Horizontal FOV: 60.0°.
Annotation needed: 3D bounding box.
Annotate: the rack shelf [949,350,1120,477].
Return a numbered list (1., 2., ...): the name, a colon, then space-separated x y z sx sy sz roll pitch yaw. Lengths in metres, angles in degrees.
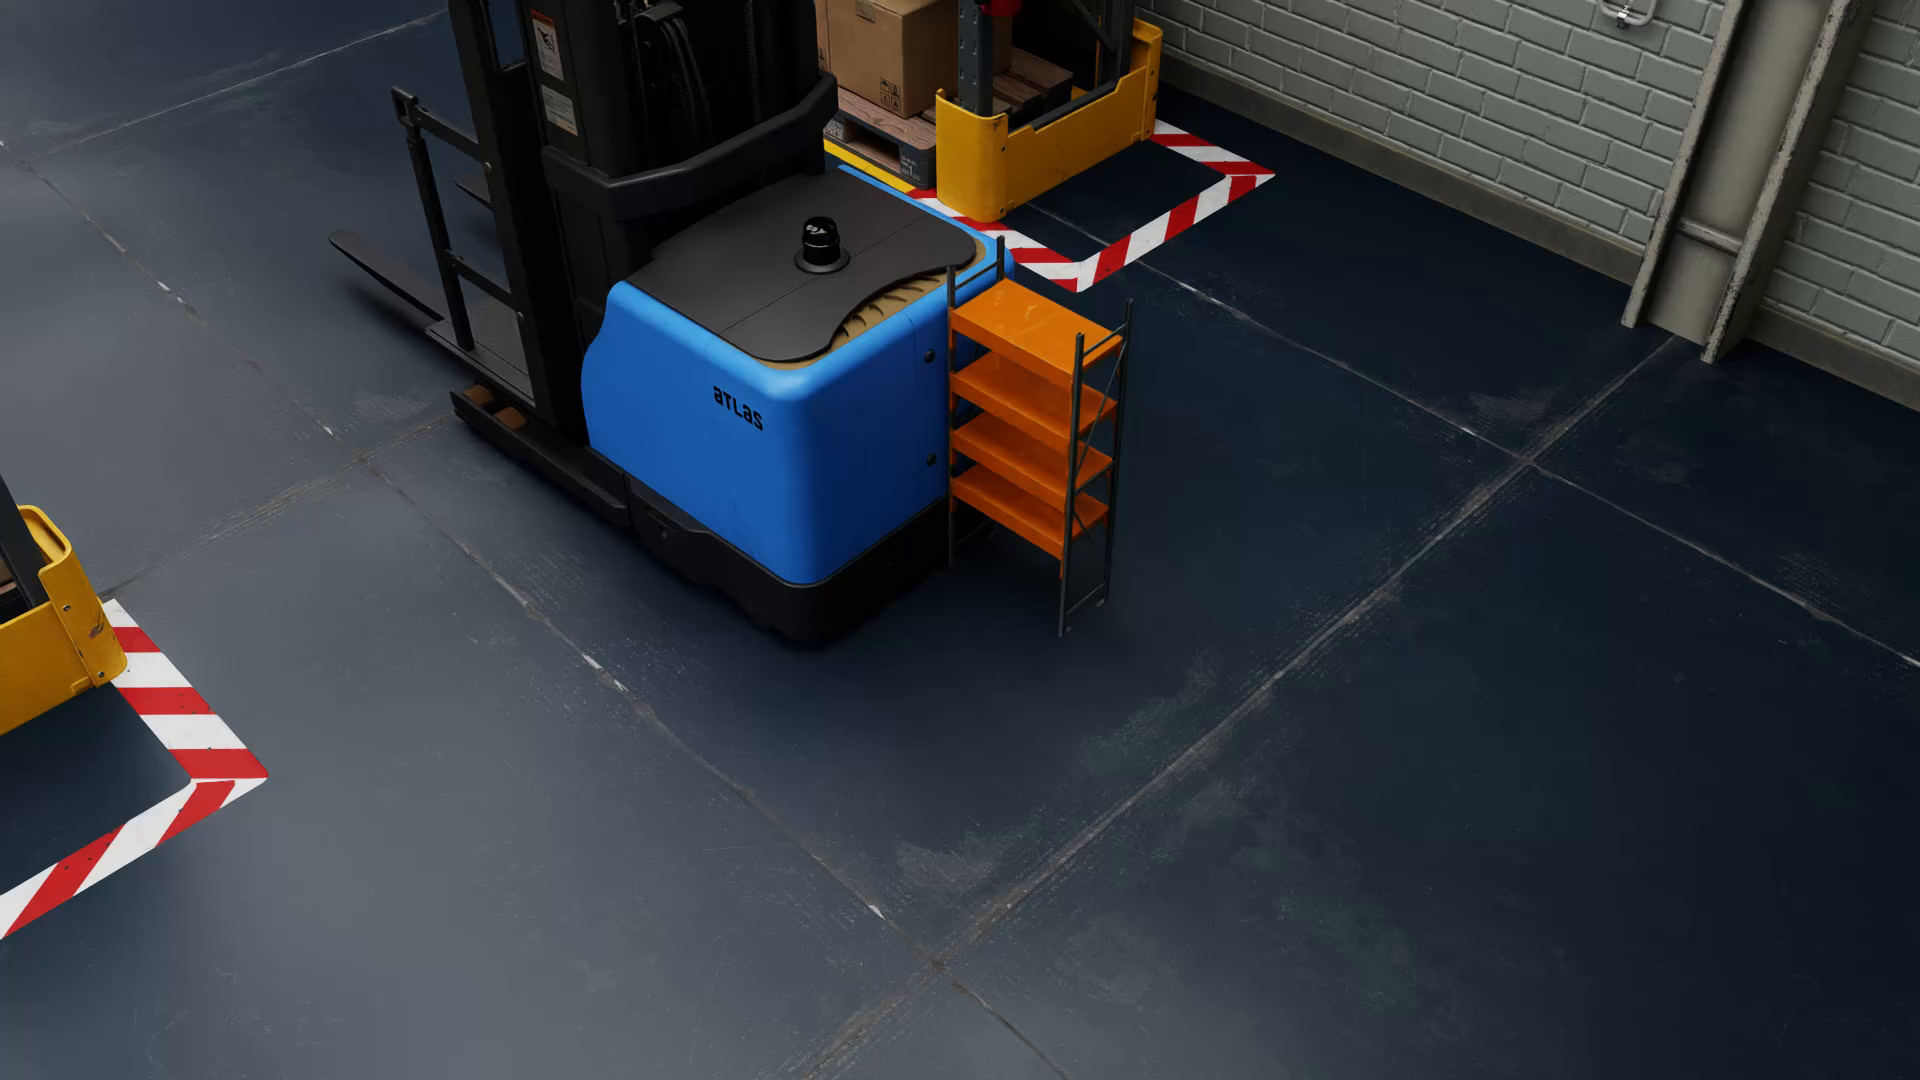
1. rack shelf: 0.228 -0.411 5.081 0.480 0.148 0.258 32 51 30

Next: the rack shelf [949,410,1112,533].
1. rack shelf: 0.228 -0.247 5.232 0.480 0.148 0.258 32 51 30

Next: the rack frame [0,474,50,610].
1. rack frame: -3.117 -0.461 4.039 1.000 3.000 0.127 -34 53 -31

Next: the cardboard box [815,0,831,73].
1. cardboard box: -0.531 -2.602 7.888 0.500 0.500 0.700 34 53 31

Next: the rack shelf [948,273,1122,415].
1. rack shelf: 0.228 -0.585 4.920 0.480 0.148 0.258 32 51 30

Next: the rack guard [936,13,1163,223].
1. rack guard: 0.405 -1.907 7.446 1.175 0.500 0.348 -34 53 -31

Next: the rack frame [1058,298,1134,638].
1. rack frame: 0.407 -0.184 5.065 0.015 1.200 0.240 32 51 30

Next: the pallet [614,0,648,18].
1. pallet: -1.089 -2.746 8.566 1.003 0.211 1.213 -34 53 -31

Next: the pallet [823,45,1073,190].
1. pallet: -0.232 -2.160 7.932 1.003 0.211 1.213 -34 53 -31

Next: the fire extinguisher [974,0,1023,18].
1. fire extinguisher: 0.168 -2.378 6.445 0.296 0.674 0.183 -34 53 -31

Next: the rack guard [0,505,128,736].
1. rack guard: -3.170 0.420 4.927 1.175 0.500 0.348 -34 53 -31

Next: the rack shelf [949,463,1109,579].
1. rack shelf: 0.228 -0.101 5.367 0.480 0.148 0.258 32 51 30

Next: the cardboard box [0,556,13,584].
1. cardboard box: -3.169 0.058 5.253 0.380 0.149 0.250 -34 53 -31

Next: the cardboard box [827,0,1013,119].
1. cardboard box: -0.177 -2.362 7.628 0.700 0.500 0.500 -34 53 -31

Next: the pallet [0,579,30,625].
1. pallet: -3.734 0.144 5.439 1.003 0.211 1.213 -34 53 -31

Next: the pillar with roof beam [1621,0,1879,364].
1. pillar with roof beam: -0.141 -2.094 1.386 9.100 9.000 0.400 -34 53 -31

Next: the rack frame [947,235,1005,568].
1. rack frame: 0.048 -0.409 5.308 0.015 1.200 0.240 32 51 30

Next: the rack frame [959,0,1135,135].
1. rack frame: 0.388 -2.837 6.610 1.000 3.000 0.127 -34 53 -31

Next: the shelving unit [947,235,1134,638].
1. shelving unit: 0.228 -0.296 5.187 0.503 1.200 0.258 32 51 30

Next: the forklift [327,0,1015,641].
1. forklift: -1.239 -1.629 5.353 3.031 2.935 1.130 32 51 30

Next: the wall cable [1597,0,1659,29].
1. wall cable: 1.962 -3.048 6.090 0.084 1.984 1.851 -34 53 -31
